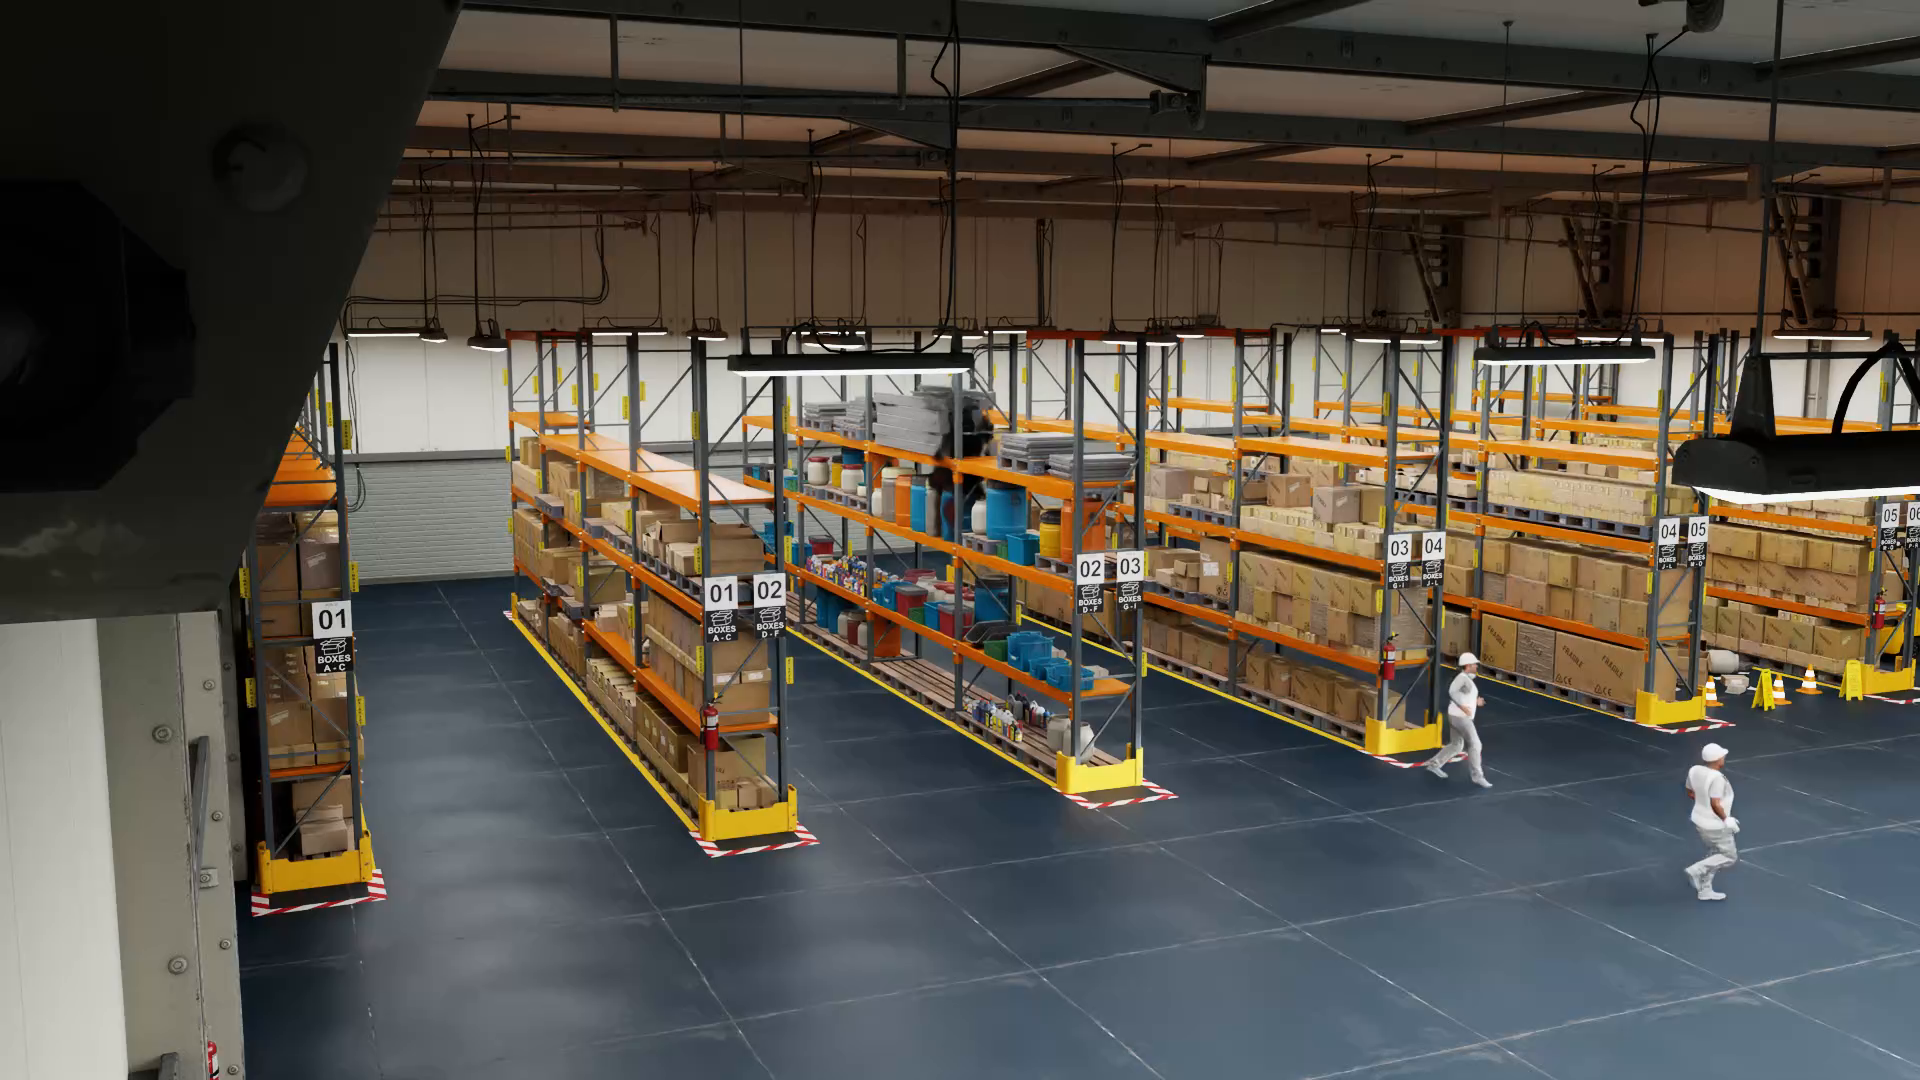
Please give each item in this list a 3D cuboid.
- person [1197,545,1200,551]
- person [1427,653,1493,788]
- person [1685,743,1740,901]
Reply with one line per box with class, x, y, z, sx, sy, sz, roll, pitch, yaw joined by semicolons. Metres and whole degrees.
person;6.377;-0.331;42.689;0.967;1.662;0.570;-3;8;-23
person;6.832;2.415;22.658;0.861;1.756;0.728;2;8;15
person;8.094;3.045;17.953;0.604;1.734;0.686;-1;8;-6
